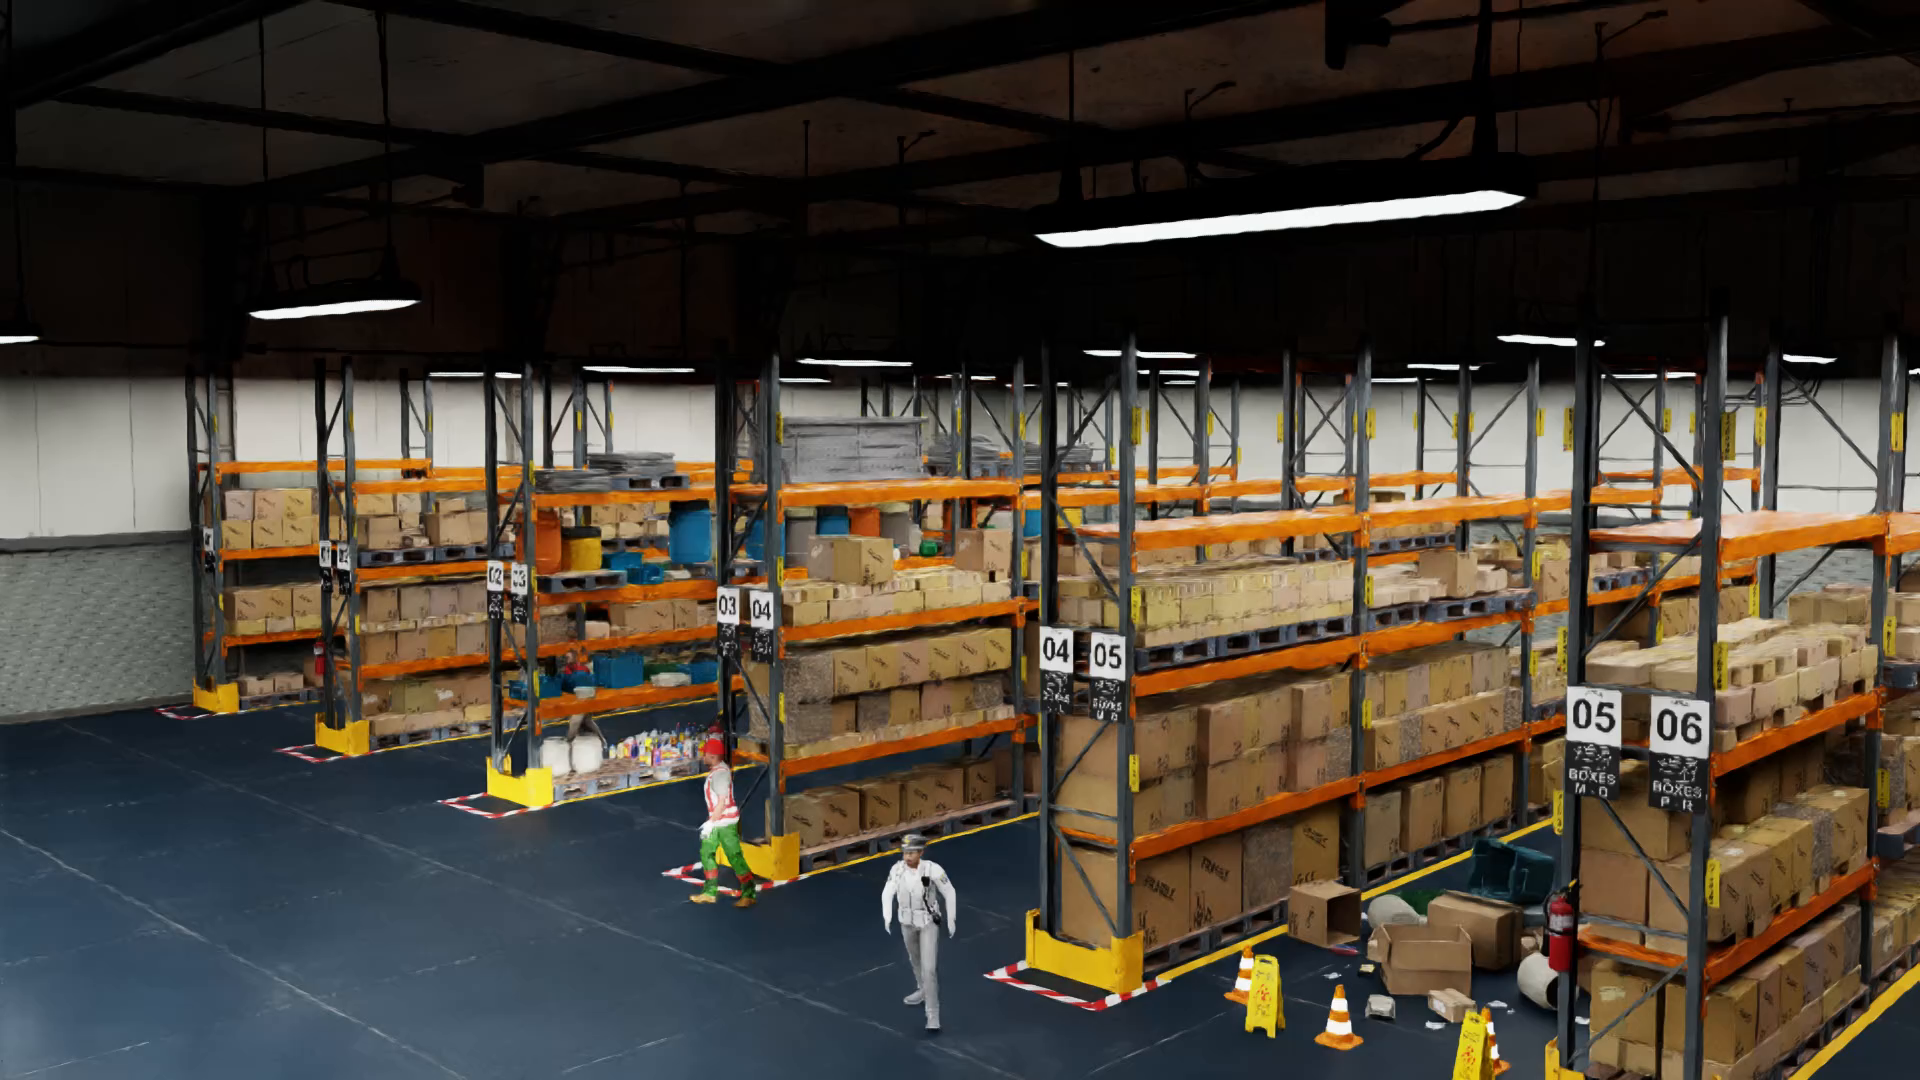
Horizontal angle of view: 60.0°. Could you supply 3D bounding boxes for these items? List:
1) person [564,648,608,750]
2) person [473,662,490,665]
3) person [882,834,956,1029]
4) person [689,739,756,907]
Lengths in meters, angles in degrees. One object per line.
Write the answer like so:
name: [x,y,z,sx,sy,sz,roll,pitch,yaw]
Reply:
person: [-5.741,2.416,24.848,1.116,1.631,0.542,-4,6,-44]
person: [-8.374,2.070,29.008,0.551,1.707,1.108,4,6,43]
person: [-0.323,3.269,14.194,0.643,1.608,0.794,2,5,26]
person: [-2.498,2.956,17.427,0.679,1.759,0.620,-1,5,-14]
